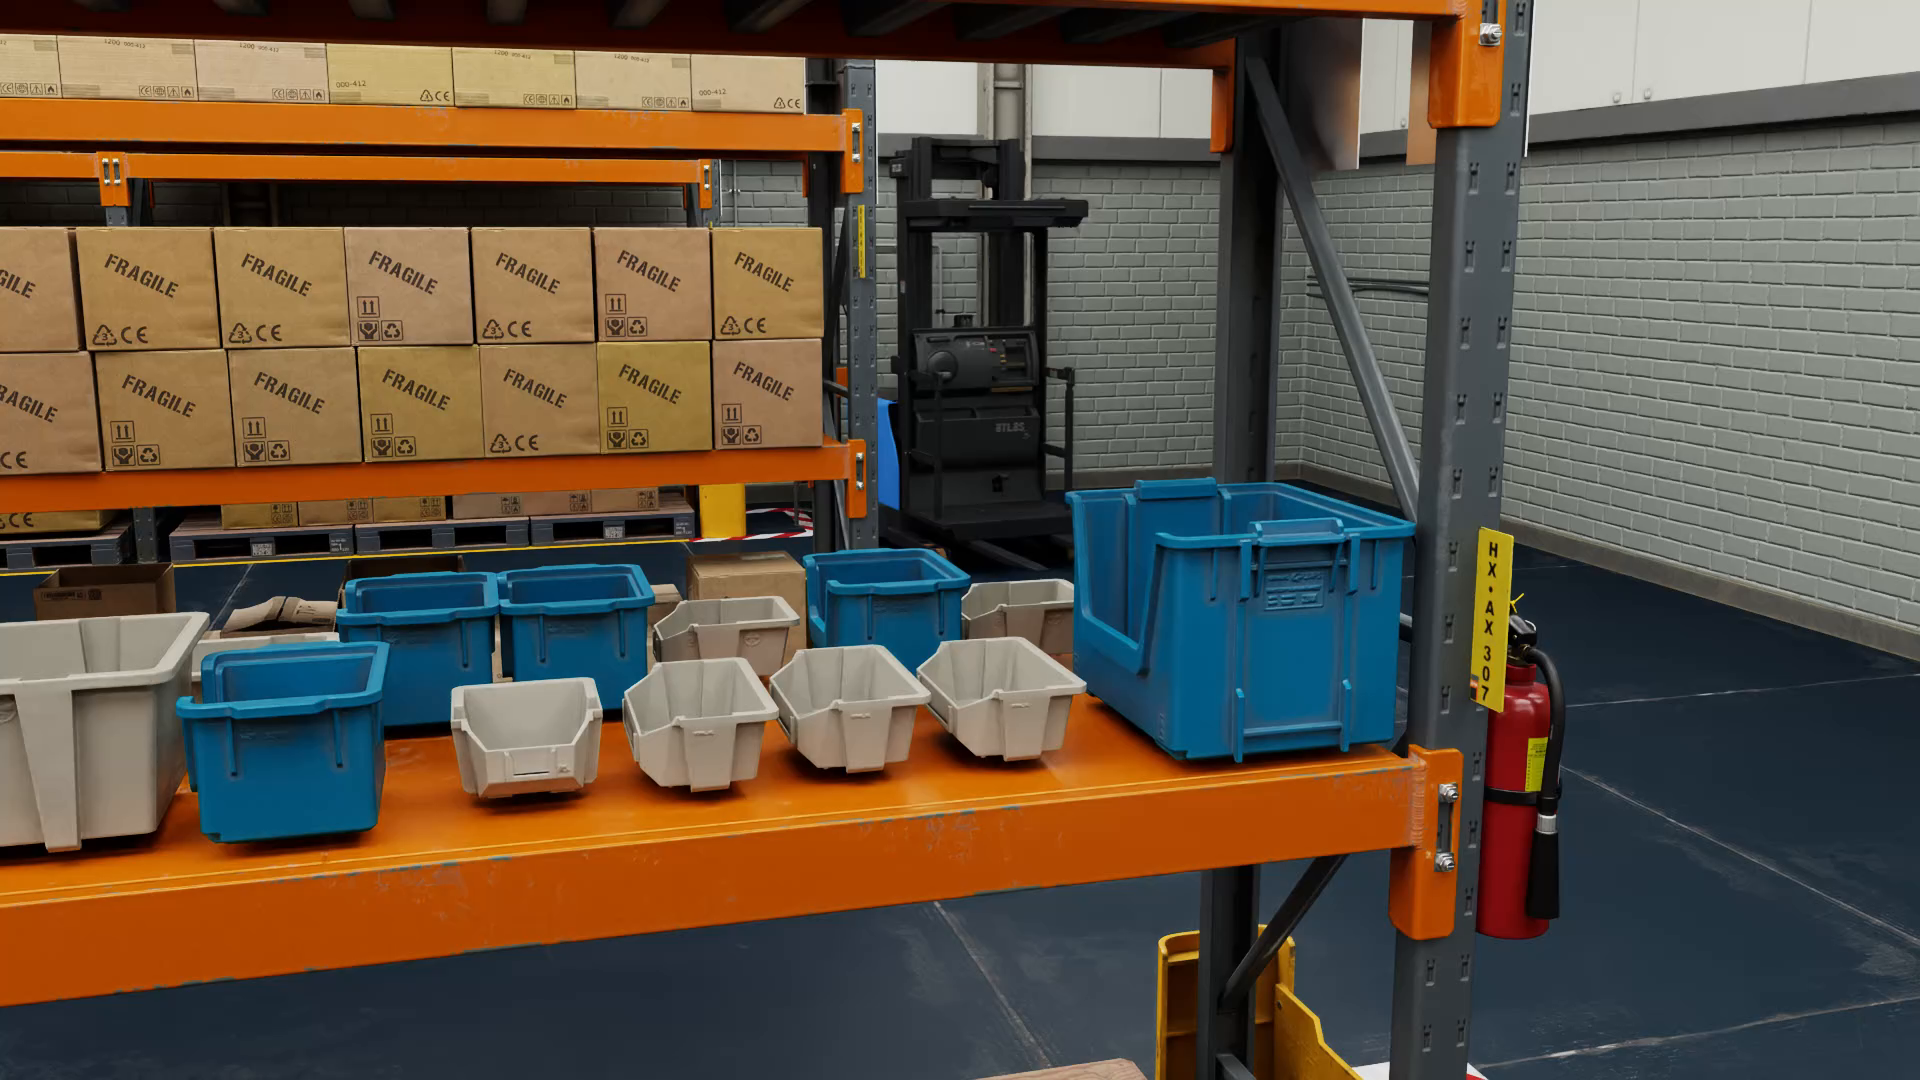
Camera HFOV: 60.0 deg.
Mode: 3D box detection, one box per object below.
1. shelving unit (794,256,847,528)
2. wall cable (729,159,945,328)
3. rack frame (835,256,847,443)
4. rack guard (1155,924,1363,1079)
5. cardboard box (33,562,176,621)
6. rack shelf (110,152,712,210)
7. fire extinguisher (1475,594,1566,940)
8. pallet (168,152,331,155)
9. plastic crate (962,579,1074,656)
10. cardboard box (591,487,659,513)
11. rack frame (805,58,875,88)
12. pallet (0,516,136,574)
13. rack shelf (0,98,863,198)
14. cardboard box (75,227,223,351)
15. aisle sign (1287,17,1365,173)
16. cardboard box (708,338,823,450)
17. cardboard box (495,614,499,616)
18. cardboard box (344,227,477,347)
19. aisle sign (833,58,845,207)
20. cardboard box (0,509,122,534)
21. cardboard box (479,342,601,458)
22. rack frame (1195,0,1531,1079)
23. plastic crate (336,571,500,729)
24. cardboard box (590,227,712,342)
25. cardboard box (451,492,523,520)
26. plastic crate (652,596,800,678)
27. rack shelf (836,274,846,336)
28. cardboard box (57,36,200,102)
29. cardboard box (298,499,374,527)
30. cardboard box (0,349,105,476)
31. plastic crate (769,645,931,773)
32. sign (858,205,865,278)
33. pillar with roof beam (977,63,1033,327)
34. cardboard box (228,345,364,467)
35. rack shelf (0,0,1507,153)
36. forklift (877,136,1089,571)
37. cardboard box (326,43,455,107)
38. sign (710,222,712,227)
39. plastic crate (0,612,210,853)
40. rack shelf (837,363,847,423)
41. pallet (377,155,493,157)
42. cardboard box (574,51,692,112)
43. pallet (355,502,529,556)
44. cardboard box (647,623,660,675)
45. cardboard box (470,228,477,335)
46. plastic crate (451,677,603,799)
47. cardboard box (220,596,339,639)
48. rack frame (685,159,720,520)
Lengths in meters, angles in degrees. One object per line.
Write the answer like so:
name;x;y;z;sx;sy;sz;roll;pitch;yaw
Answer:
shelving unit;-0.992;-1.152;13.004;0.431;2.100;0.503;9;14;40
wall cable;-1.007;-2.321;14.063;1.851;1.984;0.084;-3;11;-16
rack frame;-0.833;-1.185;13.187;0.400;2.100;0.015;9;14;40
rack guard;0.816;1.356;3.800;0.348;0.500;1.175;-3;11;-16
cardboard box;-3.957;0.406;7.745;0.500;0.500;0.500;-3;11;-16
rack shelf;-3.892;-2.612;12.154;4.000;0.370;1.077;-3;11;-16
fire extinguisher;1.069;0.423;3.208;0.183;0.674;0.296;-3;11;-16
pallet;-5.024;-2.861;11.762;1.213;0.211;1.003;-3;11;-16
plastic crate;0.137;0.187;3.807;0.298;0.136;0.250;-3;11;-16
cardboard box;-2.616;-0.517;12.812;0.500;0.500;0.700;-3;11;-16
rack frame;-0.584;-3.682;7.690;0.127;3.000;1.000;-3;11;-16
pallet;-6.532;0.034;11.780;1.213;0.211;1.003;-3;11;-16
rack shelf;-2.504;-1.751;7.477;4.000;0.370;1.077;-3;11;-16
cardboard box;-3.398;-1.071;7.041;0.500;0.500;0.500;-3;11;-18
aisle sign;0.783;-1.204;3.620;0.004;0.787;0.394;-3;11;-16
cardboard box;-0.938;-0.710;7.844;0.500;0.500;0.500;-3;11;-14
cardboard box;-2.145;0.434;8.286;0.500;0.250;0.500;-3;11;-16
cardboard box;-2.409;-1.123;7.324;0.500;0.500;0.500;-3;11;-14
aisle sign;-0.600;-2.064;8.294;0.004;0.787;0.394;-3;11;-16
cardboard box;-6.400;-0.484;11.666;0.750;0.750;0.750;-3;11;-15
cardboard box;-1.916;-0.659;7.566;0.500;0.500;0.500;-3;11;-15
rack frame;0.798;0.131;3.552;0.053;2.616;0.949;-3;11;-16
plastic crate;-1.084;0.220;3.364;0.300;0.233;0.416;-3;11;-16
cardboard box;-1.419;-1.176;7.612;0.500;0.500;0.500;-3;11;-14
cardboard box;-3.579;-0.466;12.535;0.500;0.500;0.700;-3;11;-18
plastic crate;-0.514;0.222;3.620;0.298;0.136;0.250;-3;11;-16
rack shelf;-0.992;-1.827;12.880;0.431;0.518;0.480;9;14;40
cardboard box;-3.407;-1.936;6.910;0.500;0.250;0.500;-3;11;-16
cardboard box;-4.583;-0.412;12.243;0.500;0.500;0.700;-3;11;-17
cardboard box;-3.859;-0.556;7.008;0.500;0.500;0.500;-3;11;-14
plastic crate;-0.218;0.315;3.113;0.243;0.136;0.396;-3;11;-16
sign;-0.448;-1.359;7.571;0.005;0.325;0.100;-3;11;-16
pillar with roof beam;1.582;-4.081;9.861;0.400;9.000;9.100;-3;11;-16
cardboard box;-2.887;-0.608;7.287;0.500;0.500;0.500;-3;11;-16
rack shelf;-1.123;-0.890;2.799;4.000;0.370;1.077;-3;11;-16
forklift;0.203;-1.310;11.570;1.130;2.935;3.031;-4;11;-22
cardboard box;-2.448;-1.987;7.186;0.500;0.250;0.500;-3;11;-16
sign;-1.834;-2.183;12.268;0.005;0.325;0.100;-3;11;-16
plastic crate;-1.526;0.316;2.707;0.530;0.282;0.437;-3;11;-16
rack shelf;-0.992;-1.139;13.007;0.431;0.518;0.480;9;14;40
pallet;-3.855;-2.922;12.094;1.213;0.211;1.003;-3;11;-16
cardboard box;-1.487;-2.037;7.458;0.500;0.250;0.500;-3;11;-16
pallet;-3.887;-0.106;12.537;1.213;0.211;1.003;-3;11;-16
cardboard box;-1.451;0.521;8.042;0.250;0.166;0.380;-3;11;-16
cardboard box;-2.553;-1.217;7.837;0.500;0.500;0.500;-3;11;-16
plastic crate;-0.757;0.352;2.914;0.250;0.136;0.298;-3;11;-16
cardboard box;-3.237;0.461;7.968;0.500;0.311;0.500;-3;11;-16
rack frame;-1.972;-1.592;12.910;0.127;3.000;1.000;-3;11;-16
